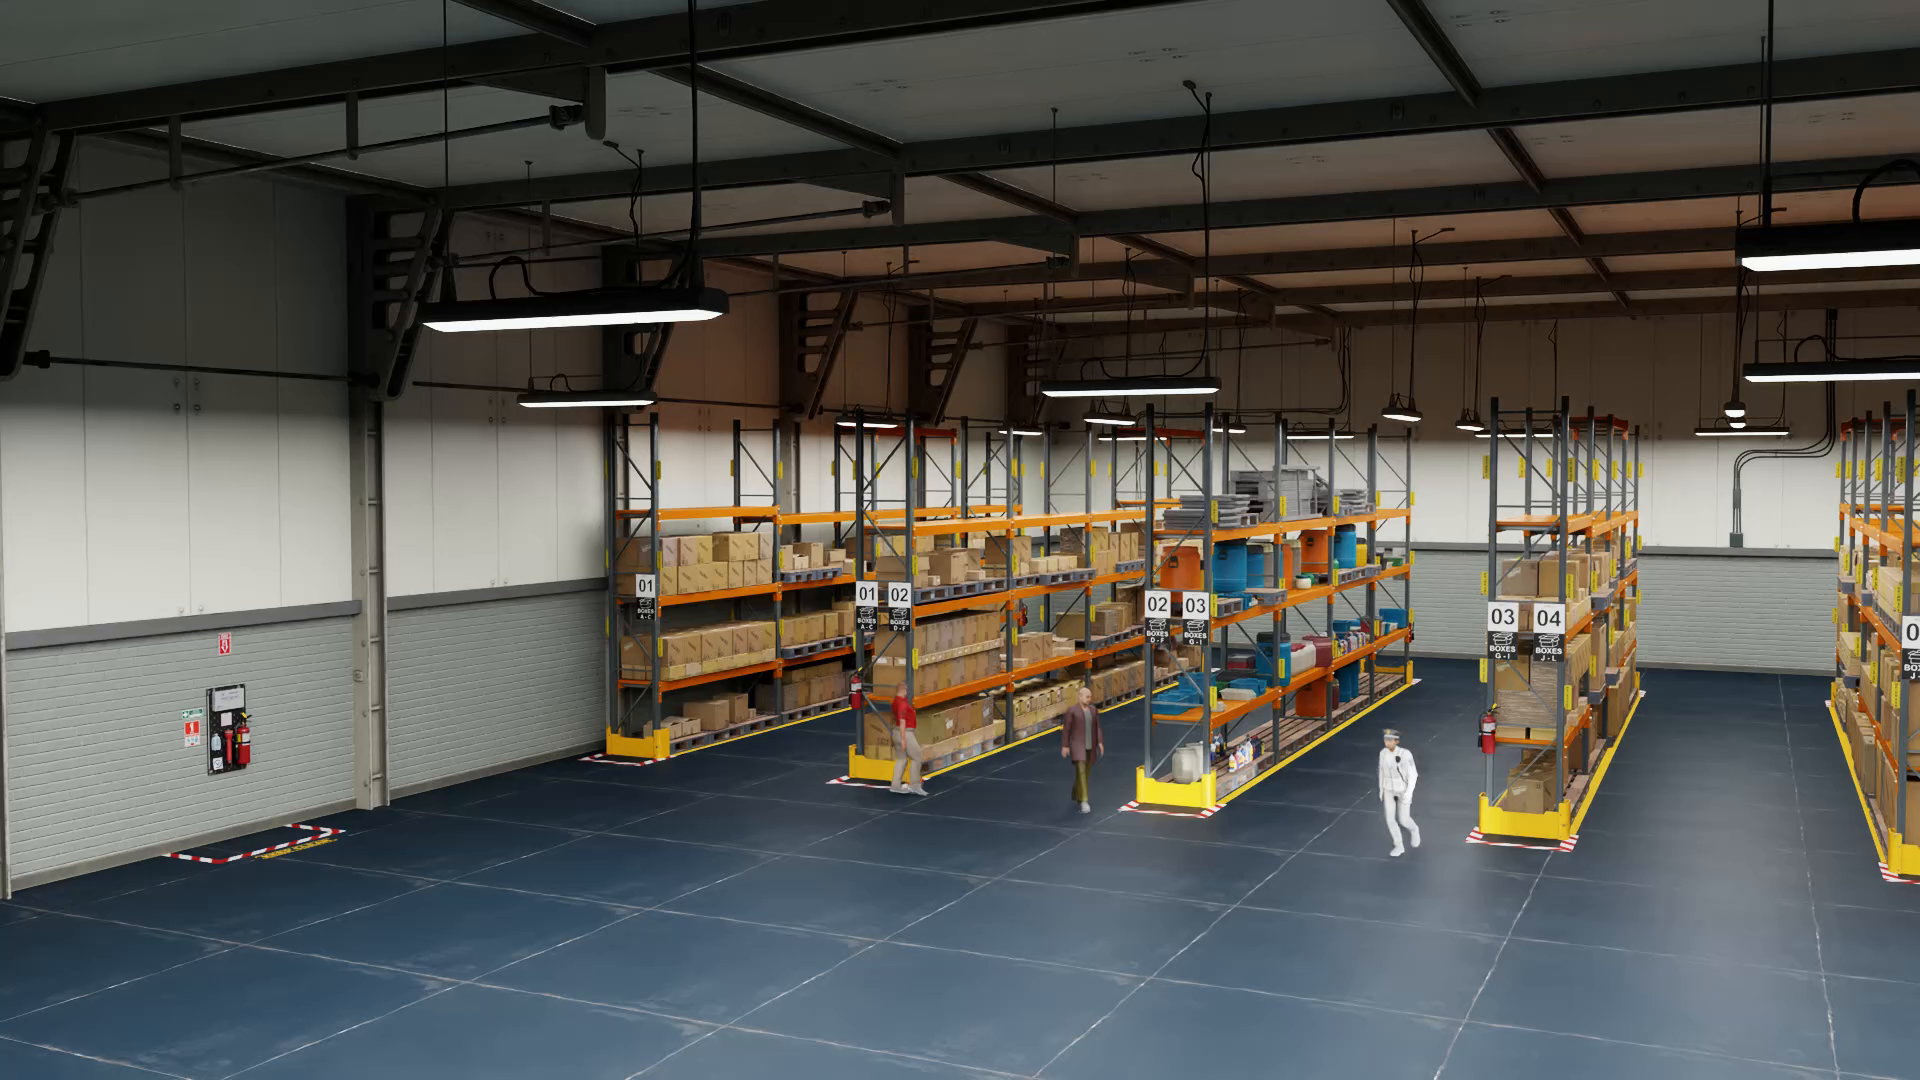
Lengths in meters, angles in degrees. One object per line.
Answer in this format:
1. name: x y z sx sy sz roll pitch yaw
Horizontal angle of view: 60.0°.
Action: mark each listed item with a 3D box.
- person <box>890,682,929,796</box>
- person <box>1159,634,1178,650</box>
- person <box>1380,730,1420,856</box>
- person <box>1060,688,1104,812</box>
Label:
1. person: -0.799 3.074 25.723 0.550 1.765 0.562 -1 3 -19
2. person: 5.318 2.378 42.759 0.744 1.646 0.547 0 2 11
3. person: 5.759 3.269 21.744 0.548 1.648 0.625 2 3 41
4. person: 1.859 3.137 24.661 0.629 1.626 0.896 -2 3 -33
